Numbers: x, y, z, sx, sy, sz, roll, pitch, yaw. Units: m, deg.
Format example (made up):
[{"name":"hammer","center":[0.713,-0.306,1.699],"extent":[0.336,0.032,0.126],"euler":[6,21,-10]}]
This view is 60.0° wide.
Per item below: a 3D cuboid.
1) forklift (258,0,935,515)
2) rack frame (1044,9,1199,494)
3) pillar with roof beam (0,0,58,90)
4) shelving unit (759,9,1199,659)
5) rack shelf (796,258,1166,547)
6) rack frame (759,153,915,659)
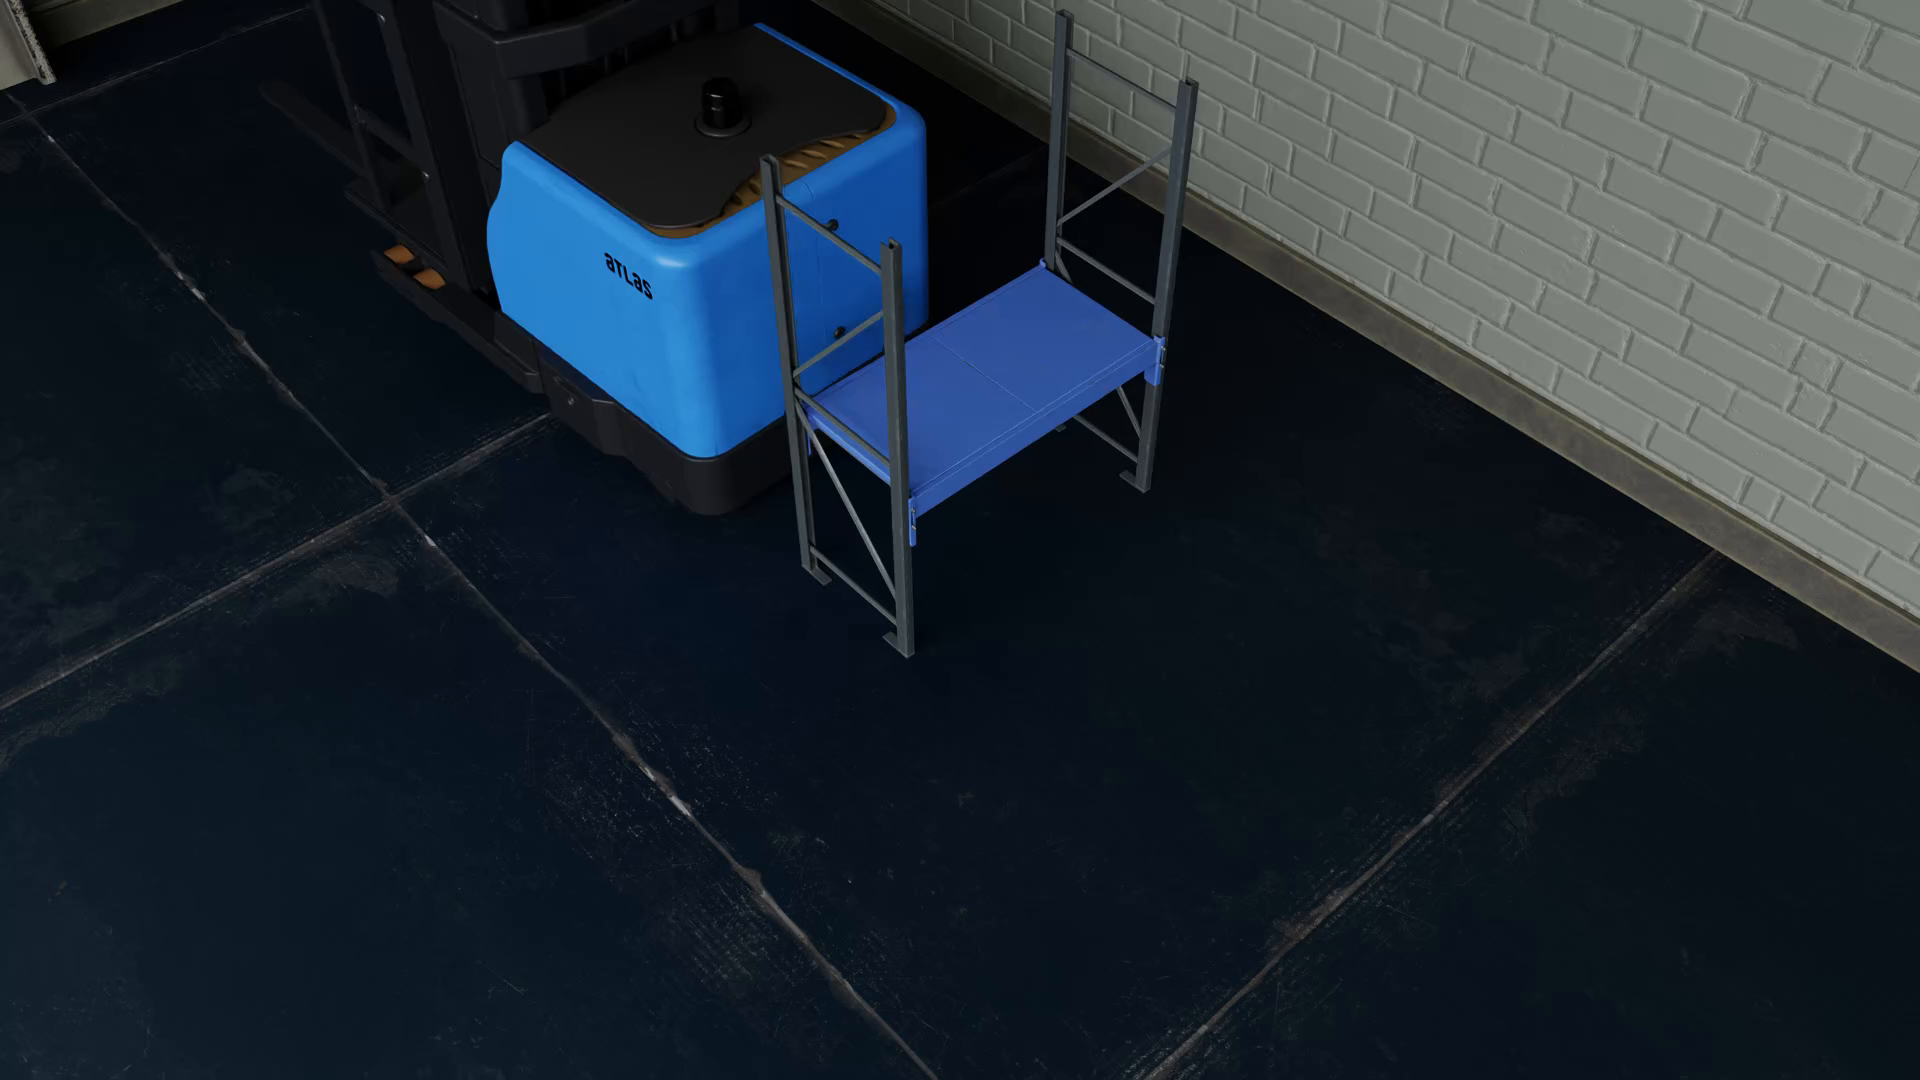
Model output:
[{"name":"forklift","center":[-1.486,-2.045,5.143],"extent":[3.031,2.935,1.130],"euler":[36,57,28]},{"name":"rack frame","center":[0.439,-0.802,4.970],"extent":[0.032,1.500,0.500],"euler":[-34,56,-27]},{"name":"pillar with roof beam","center":[-1.176,-2.645,1.567],"extent":[0.400,9.000,9.100],"euler":[-34,56,-27]},{"name":"shelving unit","center":[0.063,-0.551,4.738],"extent":[1.048,1.500,0.538],"euler":[-34,56,-27]},{"name":"rack shelf","center":[0.063,-0.429,4.870],"extent":[1.000,0.185,0.538],"euler":[-34,56,-27]},{"name":"rack frame","center":[-0.313,-0.299,4.506],"extent":[0.032,1.500,0.500],"euler":[-34,56,-27]}]
